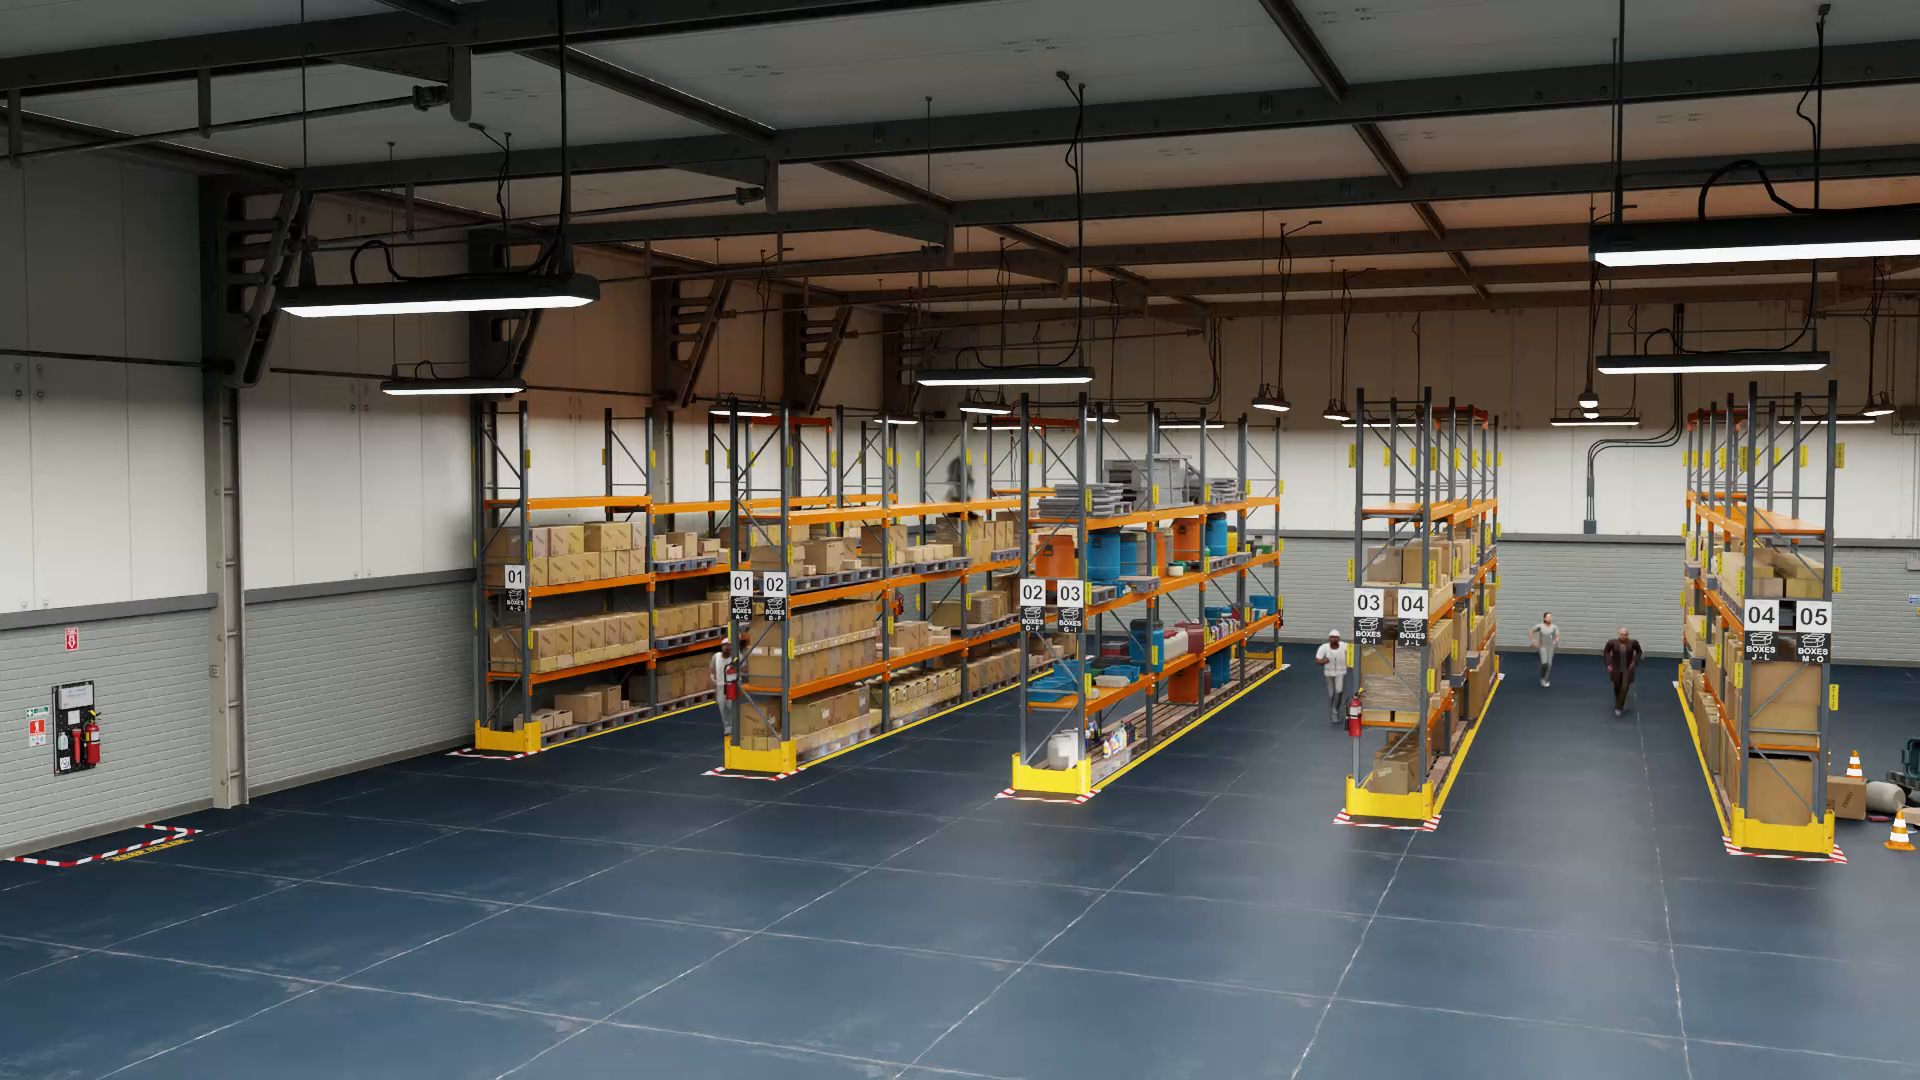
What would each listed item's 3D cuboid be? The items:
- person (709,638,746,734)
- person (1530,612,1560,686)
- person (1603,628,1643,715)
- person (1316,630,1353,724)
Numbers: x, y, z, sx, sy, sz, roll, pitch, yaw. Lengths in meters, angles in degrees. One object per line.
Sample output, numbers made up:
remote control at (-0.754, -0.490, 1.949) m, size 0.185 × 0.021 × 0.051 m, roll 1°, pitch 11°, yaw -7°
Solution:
person at (-4.260, 2.659, 30.295) m, size 0.667 × 1.746 × 0.633 m, roll 0°, pitch 3°, yaw 5°
person at (12.845, 2.393, 36.482) m, size 0.596 × 1.639 × 0.699 m, roll 0°, pitch 3°, yaw 6°
person at (13.063, 2.575, 32.804) m, size 0.712 × 1.726 × 0.869 m, roll 1°, pitch 3°, yaw 17°
person at (7.144, 2.589, 31.660) m, size 0.729 × 1.793 × 0.839 m, roll 1°, pitch 3°, yaw 13°
